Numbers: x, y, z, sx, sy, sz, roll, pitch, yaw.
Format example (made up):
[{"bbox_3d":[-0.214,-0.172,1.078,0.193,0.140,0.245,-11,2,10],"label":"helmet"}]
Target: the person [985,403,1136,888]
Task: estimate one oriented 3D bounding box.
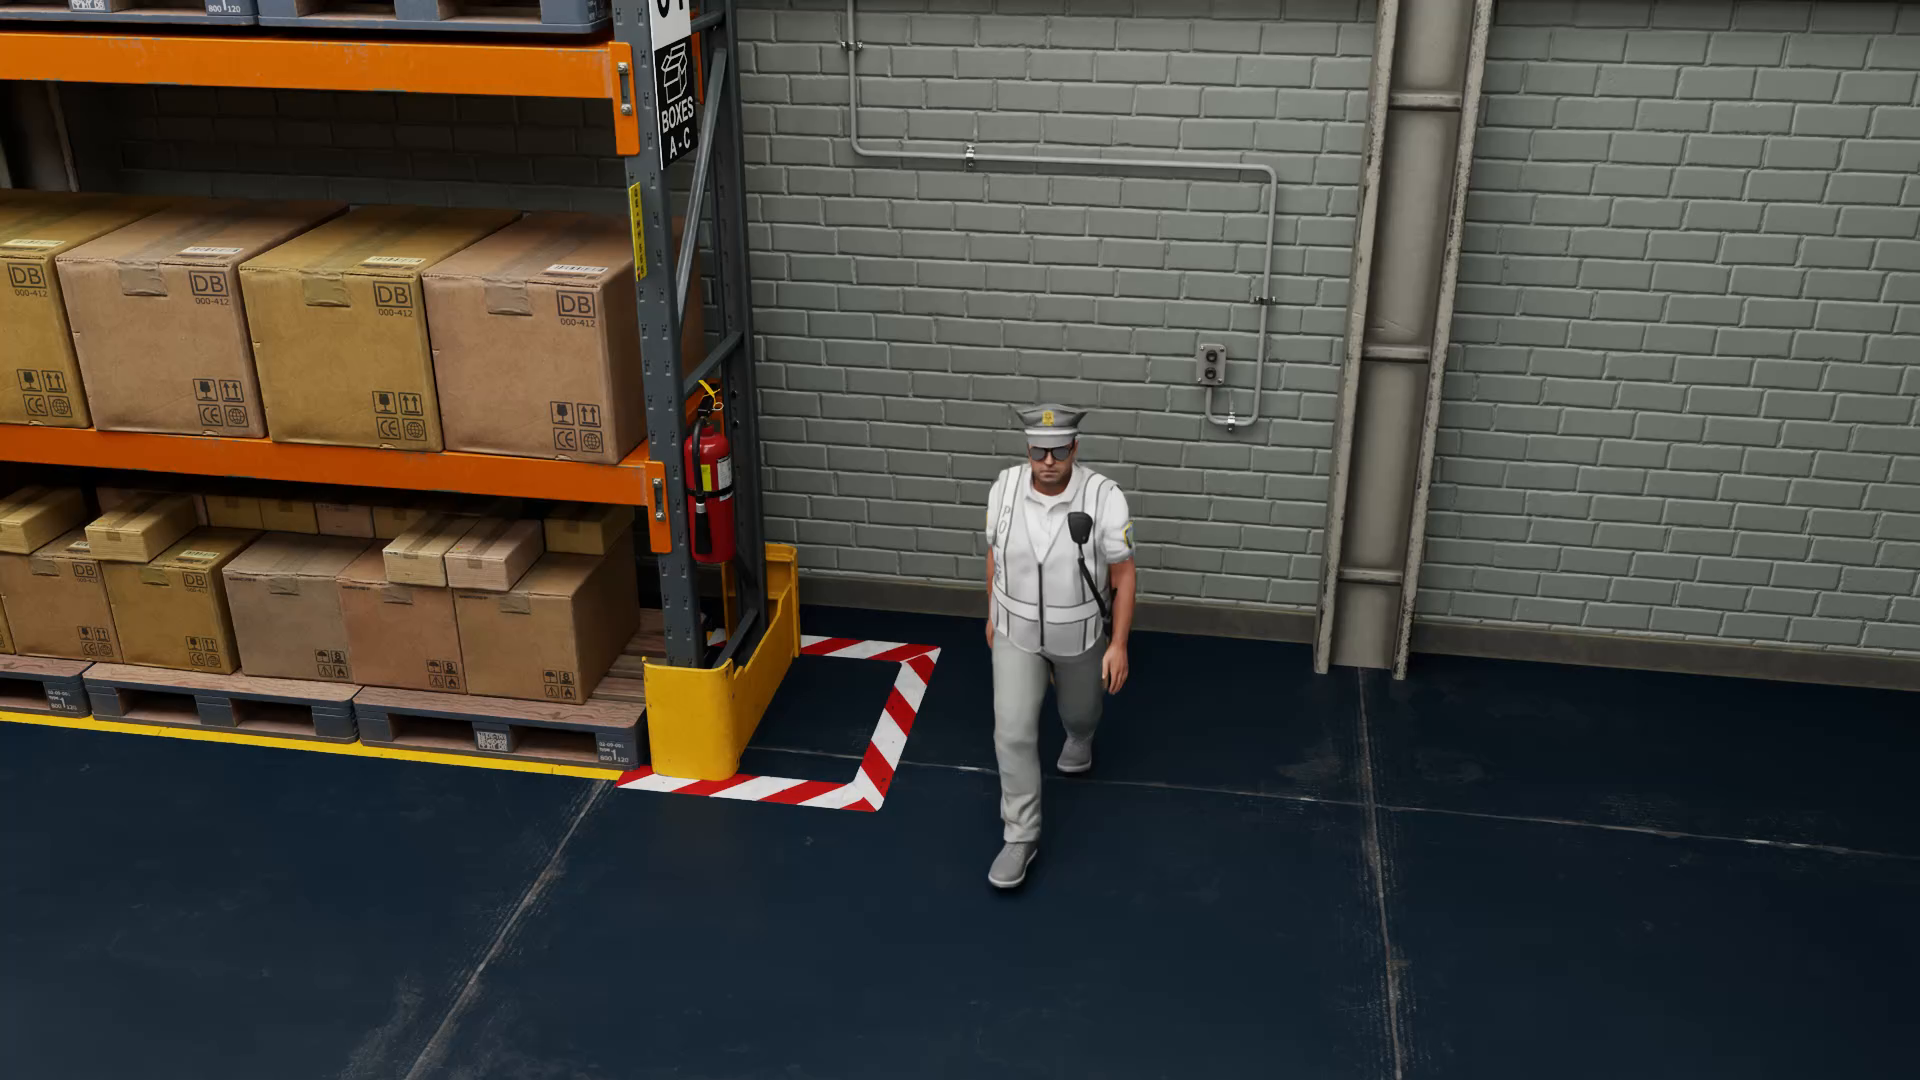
[{"bbox_3d":[0.352,0.285,5.964,0.557,1.722,1.034,5,25,10],"label":"person"}]
